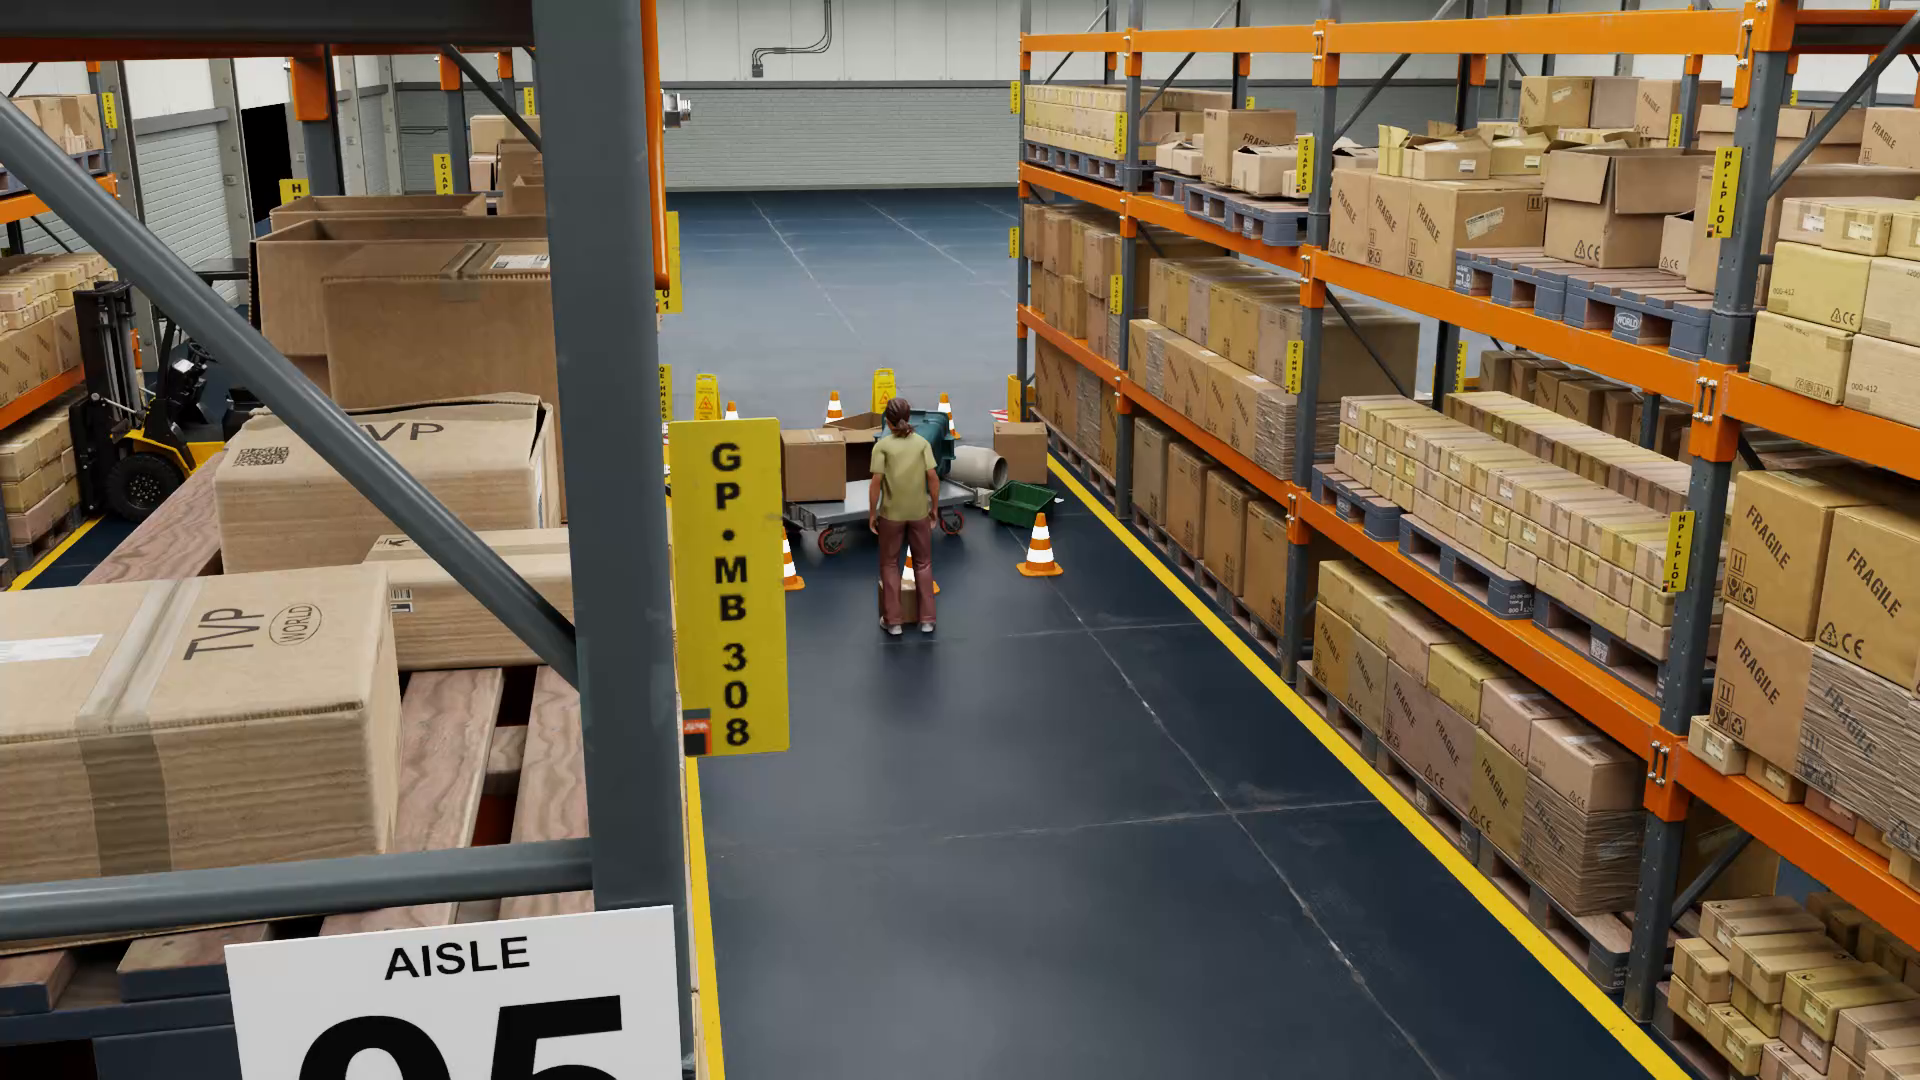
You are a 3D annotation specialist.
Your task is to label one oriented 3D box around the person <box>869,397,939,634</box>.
[{"bbox_3d":[-0.394,-0.167,11.608,0.513,1.671,0.359,-4,17,-14],"label":"person"}]
